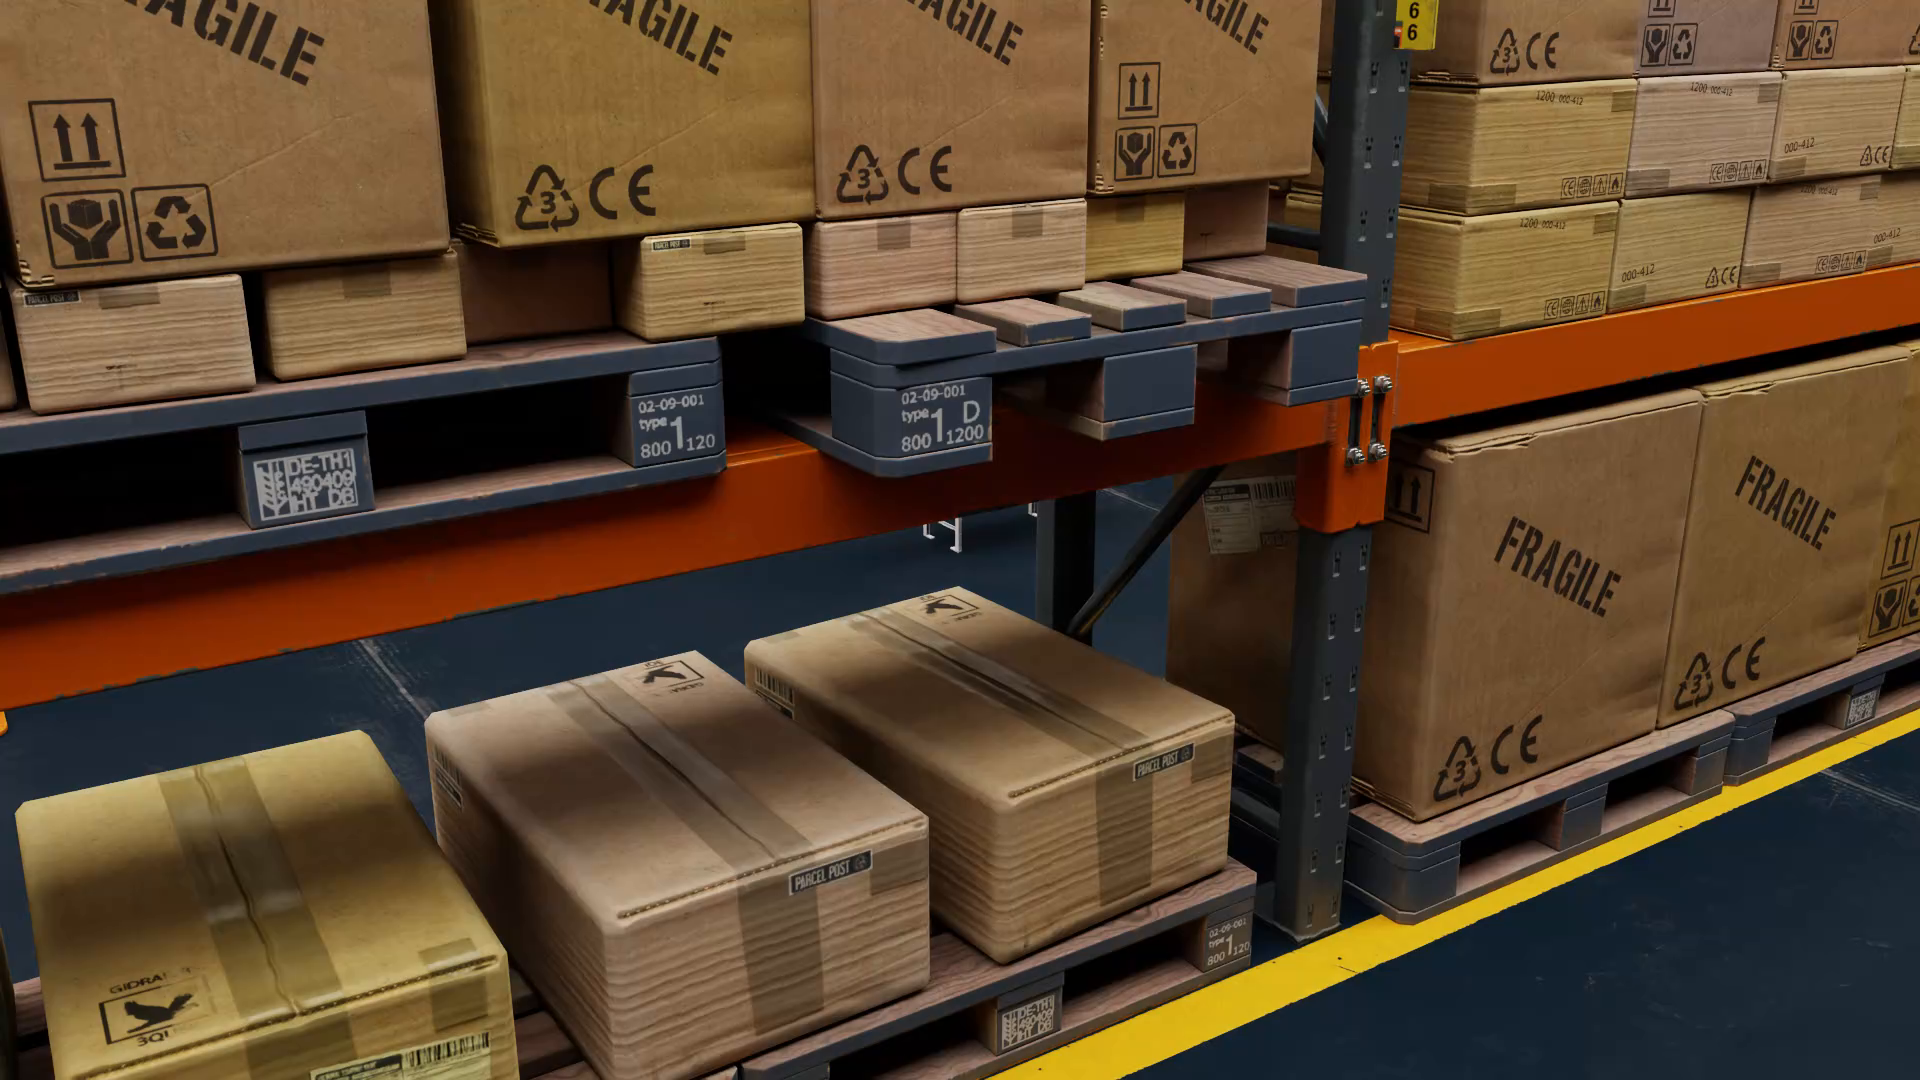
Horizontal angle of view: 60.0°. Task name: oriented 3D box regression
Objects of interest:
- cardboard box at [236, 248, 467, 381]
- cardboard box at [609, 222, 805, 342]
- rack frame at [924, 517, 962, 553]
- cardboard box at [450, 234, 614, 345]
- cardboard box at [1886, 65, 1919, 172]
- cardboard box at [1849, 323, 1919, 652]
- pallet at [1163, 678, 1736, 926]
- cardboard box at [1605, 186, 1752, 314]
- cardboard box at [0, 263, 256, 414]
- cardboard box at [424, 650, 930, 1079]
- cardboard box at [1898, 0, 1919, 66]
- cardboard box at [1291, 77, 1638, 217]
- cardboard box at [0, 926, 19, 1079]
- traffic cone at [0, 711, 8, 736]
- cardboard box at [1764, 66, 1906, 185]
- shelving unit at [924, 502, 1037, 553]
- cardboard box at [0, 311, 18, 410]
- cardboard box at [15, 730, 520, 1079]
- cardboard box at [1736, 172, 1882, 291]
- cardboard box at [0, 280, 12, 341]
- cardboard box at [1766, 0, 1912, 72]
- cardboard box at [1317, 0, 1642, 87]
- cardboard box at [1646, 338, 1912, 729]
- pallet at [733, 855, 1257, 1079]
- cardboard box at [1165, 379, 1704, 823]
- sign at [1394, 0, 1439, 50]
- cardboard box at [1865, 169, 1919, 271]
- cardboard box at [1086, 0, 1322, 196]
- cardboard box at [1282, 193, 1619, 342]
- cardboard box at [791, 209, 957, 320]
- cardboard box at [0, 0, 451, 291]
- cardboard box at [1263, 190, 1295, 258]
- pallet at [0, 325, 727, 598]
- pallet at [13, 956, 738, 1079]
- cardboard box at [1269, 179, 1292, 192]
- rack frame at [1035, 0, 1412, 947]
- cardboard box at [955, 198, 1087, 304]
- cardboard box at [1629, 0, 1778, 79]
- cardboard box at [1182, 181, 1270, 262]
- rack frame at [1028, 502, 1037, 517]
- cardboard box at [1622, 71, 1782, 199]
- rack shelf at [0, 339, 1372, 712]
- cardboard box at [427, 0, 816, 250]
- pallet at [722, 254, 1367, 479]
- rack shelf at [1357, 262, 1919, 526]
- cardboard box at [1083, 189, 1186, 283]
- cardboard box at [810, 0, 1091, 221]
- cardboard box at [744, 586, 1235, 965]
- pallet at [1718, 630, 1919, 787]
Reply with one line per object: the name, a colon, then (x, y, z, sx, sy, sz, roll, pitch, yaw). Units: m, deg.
cardboard box: (-0.879, -0.344, 2.316, 0.250, 0.149, 0.380, -13, 22, -33)
cardboard box: (-0.435, -0.421, 2.543, 0.250, 0.149, 0.380, -11, 22, -30)
rack frame: (-0.066, -0.555, 6.012, 0.015, 1.200, 0.240, -12, 22, -31)
cardboard box: (-0.714, -0.410, 2.511, 0.250, 0.149, 0.380, -12, 22, -31)
cardboard box: (2.361, -1.129, 4.354, 0.500, 0.250, 0.500, -11, 22, -30)
cardboard box: (2.633, -0.284, 5.063, 0.875, 0.875, 0.875, -11, 22, -30)
pallet: (1.216, 0.523, 4.367, 1.213, 0.211, 1.003, -12, 22, -31)
cardboard box: (1.482, -0.722, 3.931, 0.500, 0.250, 0.500, -13, 22, -33)
cardboard box: (-1.085, -0.289, 2.153, 0.250, 0.149, 0.380, -11, 22, -29)
cardboard box: (-0.573, 0.596, 3.246, 0.625, 0.372, 0.950, -12, 22, -32)
cardboard box: (2.335, -1.486, 4.240, 0.500, 0.500, 0.500, -12, 22, -31)
cardboard box: (1.075, -0.868, 3.582, 0.500, 0.250, 0.500, -12, 22, -32)
cardboard box: (-1.789, 0.851, 2.492, 0.625, 0.372, 0.950, -10, 21, -28)
traffic cone: (-2.867, 0.316, 4.588, 0.334, 0.463, 0.336, -12, 22, -31)
cardboard box: (1.930, -1.043, 4.100, 0.500, 0.250, 0.500, -12, 22, -32)
shelving unit: (0.138, -0.598, 6.139, 0.503, 1.200, 0.258, -12, 22, -31)
cardboard box: (-1.336, -0.256, 2.056, 0.250, 0.149, 0.380, -12, 22, -31)
cardboard box: (-1.210, 0.728, 2.855, 0.625, 0.372, 0.950, -11, 22, -30)
cardboard box: (1.924, -0.813, 4.200, 0.500, 0.250, 0.500, -11, 22, -30)
cardboard box: (-1.410, -0.414, 2.521, 0.250, 0.149, 0.380, -13, 23, -33)
cardboard box: (1.912, -1.398, 3.980, 0.500, 0.500, 0.500, -11, 22, -30)
cardboard box: (1.062, -1.221, 3.457, 0.500, 0.500, 0.500, -13, 22, -33)
cardboard box: (1.886, -0.127, 4.598, 0.875, 0.875, 0.875, -12, 22, -31)
pallet: (-0.137, 0.779, 3.610, 1.213, 0.211, 1.003, -12, 22, -31)
cardboard box: (1.139, 0.029, 4.137, 0.875, 0.875, 0.875, -12, 22, -32)
sign: (0.822, -1.046, 2.972, 0.005, 0.325, 0.100, -12, 22, -31)
cardboard box: (2.334, -0.901, 4.460, 0.500, 0.250, 0.500, -12, 22, -31)
cardboard box: (0.289, -0.912, 2.982, 0.500, 0.500, 0.500, -13, 22, -33)
cardboard box: (1.063, -0.627, 3.649, 0.500, 0.250, 0.500, -12, 22, -32)
cardboard box: (-0.213, -0.473, 2.697, 0.250, 0.149, 0.380, -13, 23, -34)
cardboard box: (-1.014, -0.633, 2.156, 0.500, 0.500, 0.500, -13, 23, -34)
cardboard box: (0.796, -0.766, 4.062, 0.500, 0.250, 0.500, -13, 23, -33)
pallet: (-1.115, -0.228, 2.536, 1.213, 0.211, 1.003, -12, 22, -31)
pallet: (-1.155, 0.993, 2.978, 1.213, 0.211, 1.003, -12, 22, -31)
cardboard box: (0.781, -0.998, 3.967, 0.500, 0.250, 0.500, -12, 22, -32)
rack frame: (0.516, -0.679, 3.569, 0.127, 3.000, 1.000, -12, 22, -31)
cardboard box: (0.002, -0.515, 2.822, 0.250, 0.149, 0.380, -12, 22, -32)
cardboard box: (1.471, -1.311, 3.723, 0.500, 0.500, 0.500, -12, 22, -31)
cardboard box: (0.372, -0.638, 3.185, 0.250, 0.149, 0.380, -11, 22, -29)
rack frame: (0.342, -0.641, 6.266, 0.015, 1.200, 0.240, -12, 22, -31)
cardboard box: (1.507, -0.959, 3.850, 0.500, 0.250, 0.500, -11, 22, -30)
rack shelf: (-1.154, 0.014, 2.643, 4.000, 0.370, 1.077, -12, 22, -31)
cardboard box: (-0.557, -0.729, 2.440, 0.500, 0.500, 0.500, -14, 23, -35)
pallet: (-0.021, -0.434, 3.145, 1.003, 0.211, 1.213, -12, 22, -31)
rack shelf: (2.186, -0.690, 4.727, 4.000, 0.370, 1.077, -12, 22, -31)
cardboard box: (0.188, -0.572, 2.989, 0.250, 0.149, 0.380, -12, 22, -31)
cardboard box: (-0.136, -0.818, 2.704, 0.500, 0.500, 0.500, -12, 22, -32)
cardboard box: (0.039, 0.464, 3.637, 0.625, 0.372, 0.950, -14, 23, -35)
pallet: (2.234, 0.310, 4.999, 1.213, 0.211, 1.003, -12, 22, -31)
